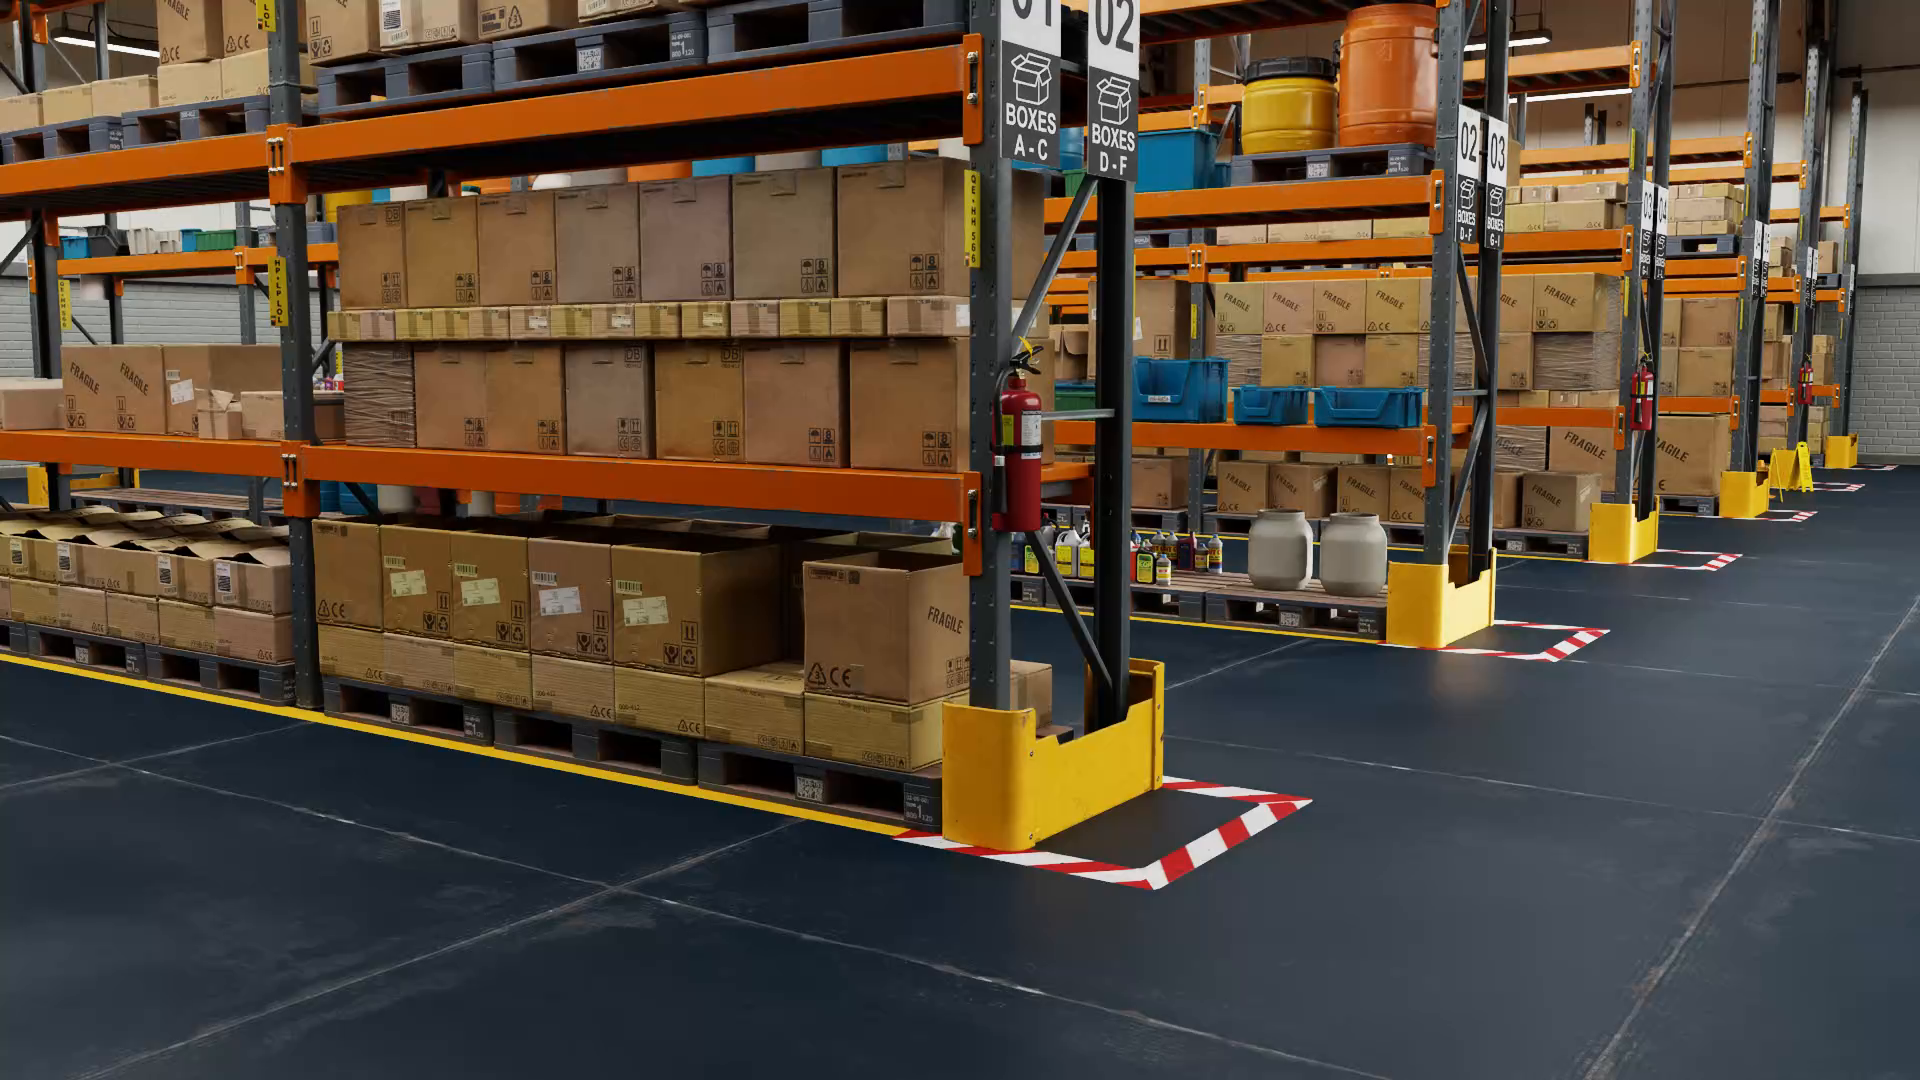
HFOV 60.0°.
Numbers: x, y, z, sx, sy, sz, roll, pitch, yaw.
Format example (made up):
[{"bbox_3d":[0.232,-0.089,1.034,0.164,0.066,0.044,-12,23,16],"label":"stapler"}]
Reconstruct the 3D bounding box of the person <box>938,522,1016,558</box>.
[{"bbox_3d":[0.058,-0.079,8.285,0.564,1.787,0.638,4,7,33],"label":"person"}]
